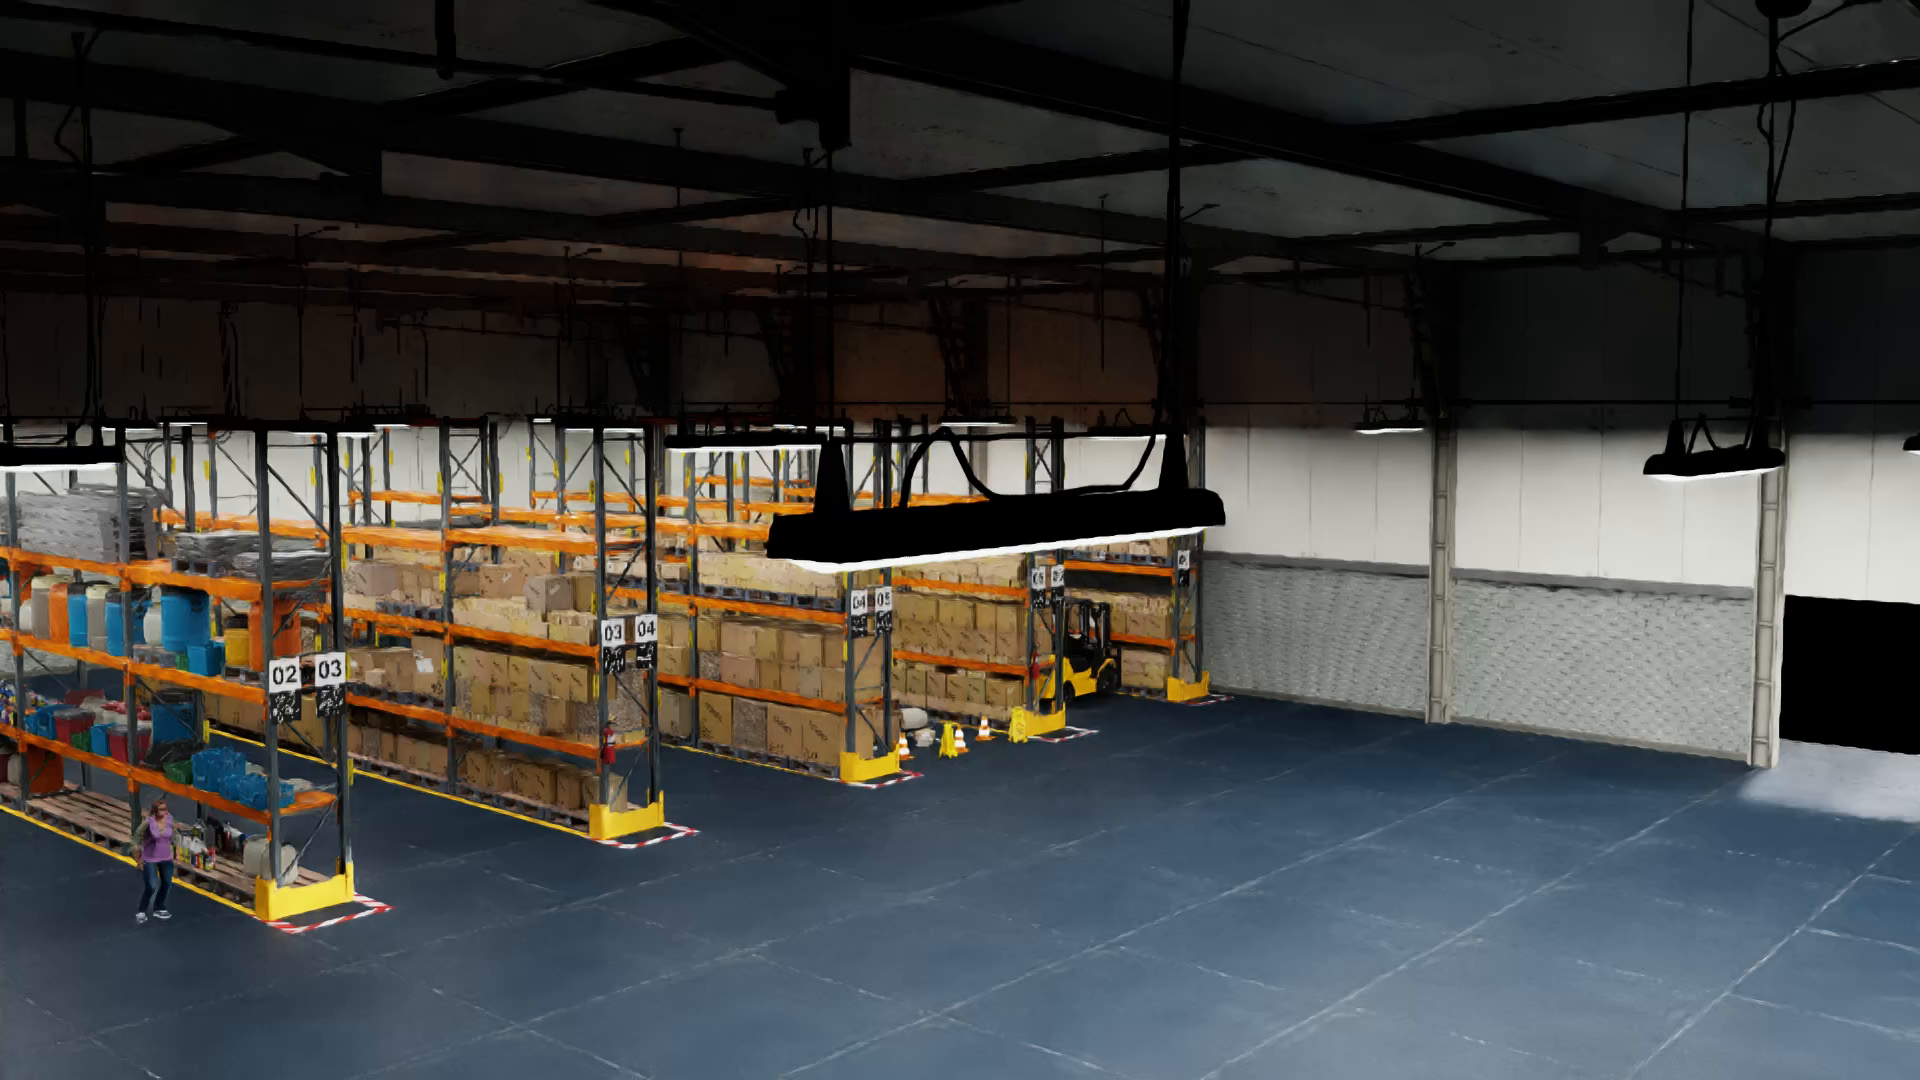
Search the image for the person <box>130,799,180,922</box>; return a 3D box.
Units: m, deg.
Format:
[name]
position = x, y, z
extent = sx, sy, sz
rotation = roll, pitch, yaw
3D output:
[person]
position = -9.792, 3.885, 20.243
extent = 0.519, 1.541, 0.566
rotation = 4, 6, 38
